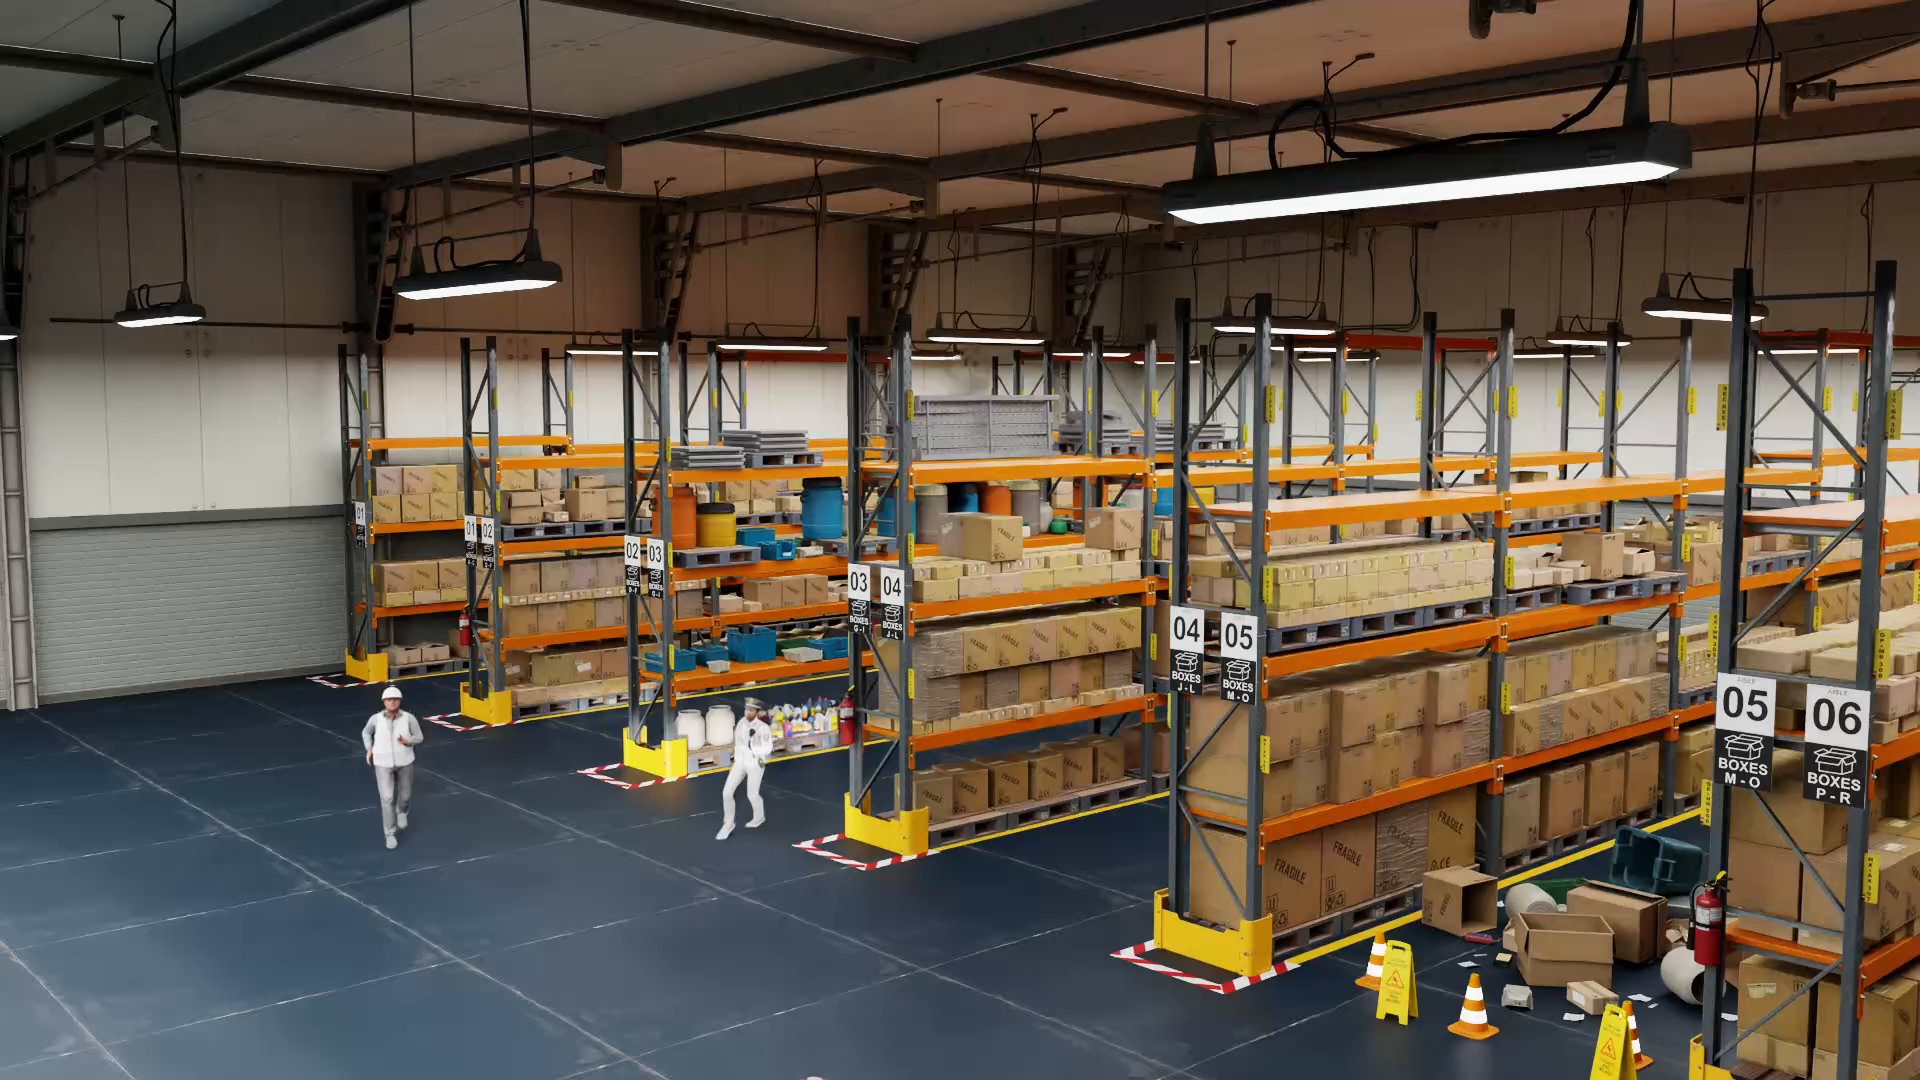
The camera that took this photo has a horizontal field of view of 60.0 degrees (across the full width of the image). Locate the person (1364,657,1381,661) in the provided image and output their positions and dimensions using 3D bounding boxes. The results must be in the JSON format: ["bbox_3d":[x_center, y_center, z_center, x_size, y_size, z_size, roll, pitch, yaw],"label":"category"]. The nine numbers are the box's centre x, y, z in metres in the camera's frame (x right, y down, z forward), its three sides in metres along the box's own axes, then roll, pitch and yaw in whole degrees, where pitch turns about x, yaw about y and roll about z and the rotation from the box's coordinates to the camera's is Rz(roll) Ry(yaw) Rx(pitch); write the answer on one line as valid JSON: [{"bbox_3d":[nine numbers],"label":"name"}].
[{"bbox_3d":[5.475,2.303,22.102,0.822,1.734,0.649,-4,7,-41],"label":"person"}]

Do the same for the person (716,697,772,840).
[{"bbox_3d":[-2.398,2.630,19.289,0.645,1.700,0.691,3,6,28],"label":"person"}]

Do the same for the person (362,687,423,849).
[{"bbox_3d":[-6.479,2.555,19.031,0.656,1.758,0.969,-2,6,-22],"label":"person"}]
